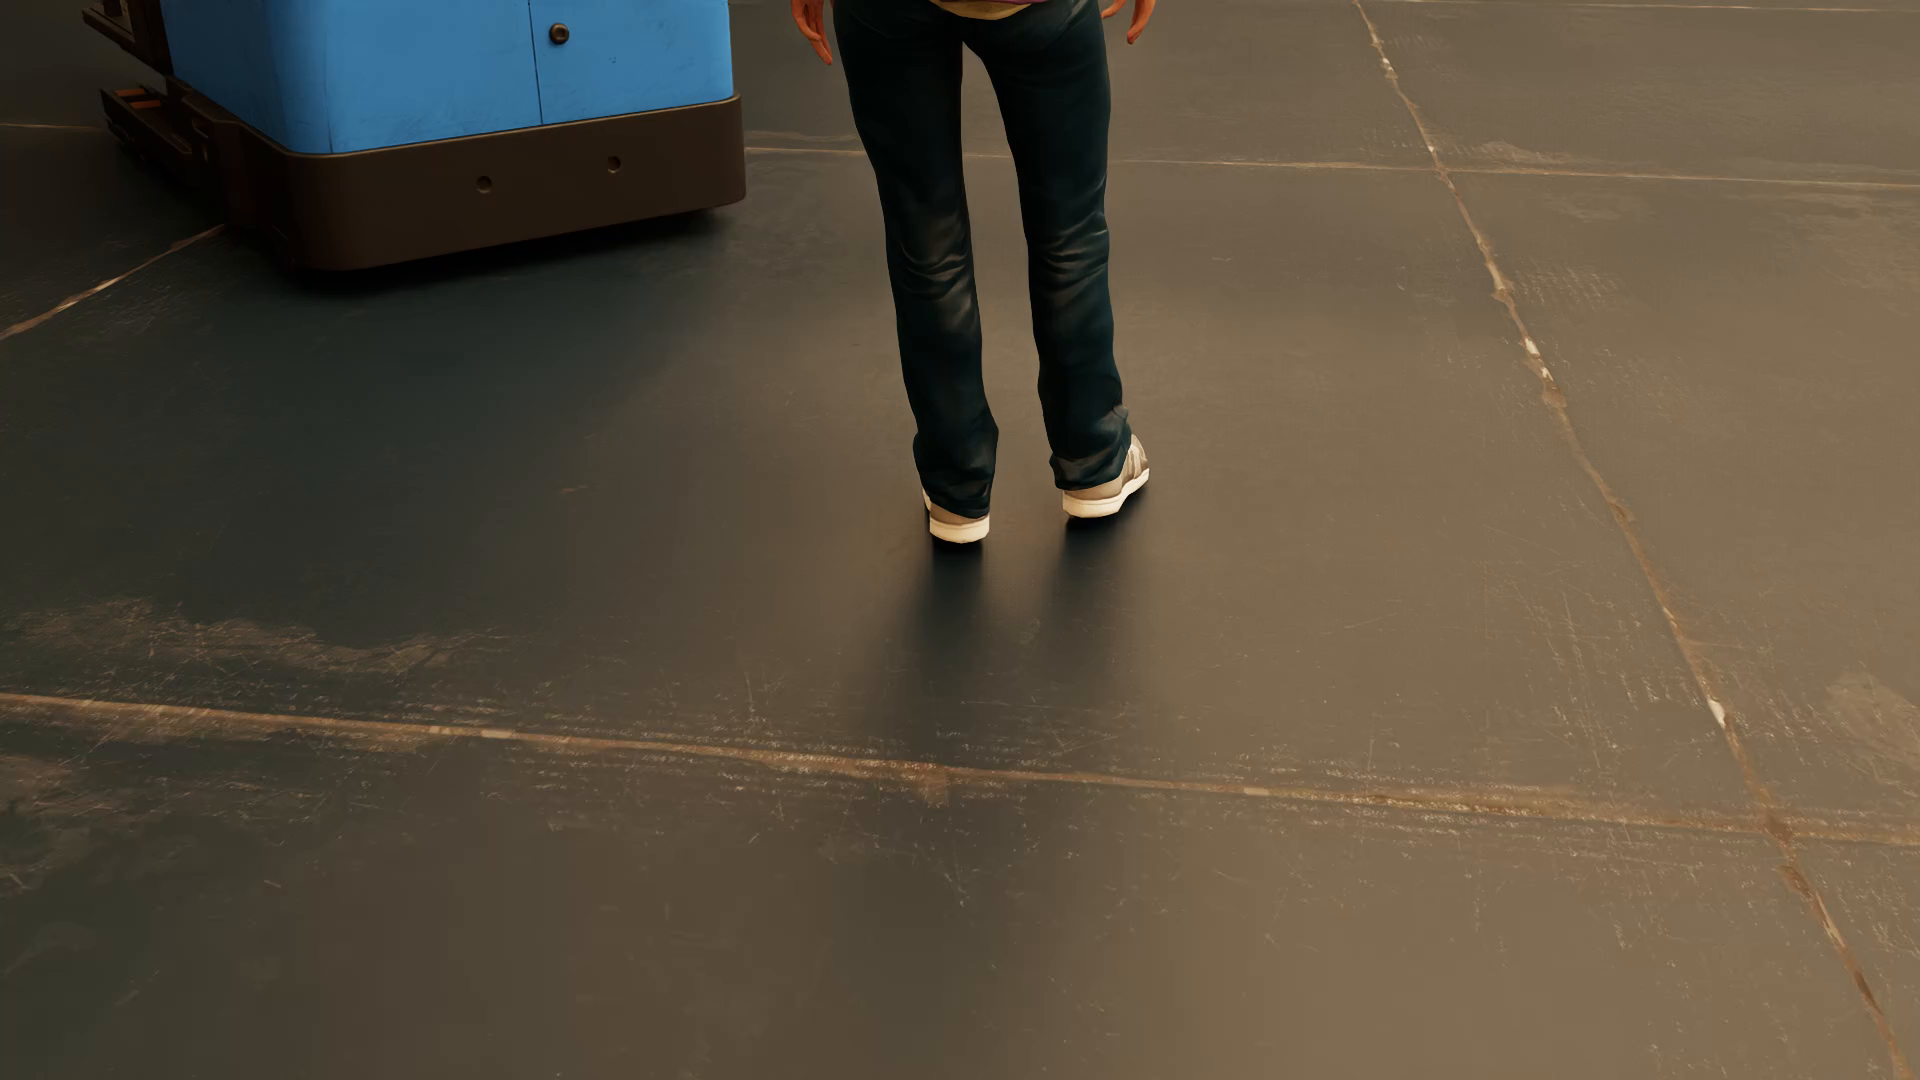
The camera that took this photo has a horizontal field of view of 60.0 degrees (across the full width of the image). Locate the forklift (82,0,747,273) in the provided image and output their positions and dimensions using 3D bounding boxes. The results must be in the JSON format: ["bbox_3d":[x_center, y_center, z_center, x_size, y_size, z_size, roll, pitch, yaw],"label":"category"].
[{"bbox_3d":[-1.783,-2.472,4.172,1.130,2.935,3.031,-18,32,-32],"label":"forklift"}]

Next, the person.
[{"bbox_3d":[0.024,-0.747,2.207,0.519,1.583,0.475,3,27,7],"label":"person"}]
